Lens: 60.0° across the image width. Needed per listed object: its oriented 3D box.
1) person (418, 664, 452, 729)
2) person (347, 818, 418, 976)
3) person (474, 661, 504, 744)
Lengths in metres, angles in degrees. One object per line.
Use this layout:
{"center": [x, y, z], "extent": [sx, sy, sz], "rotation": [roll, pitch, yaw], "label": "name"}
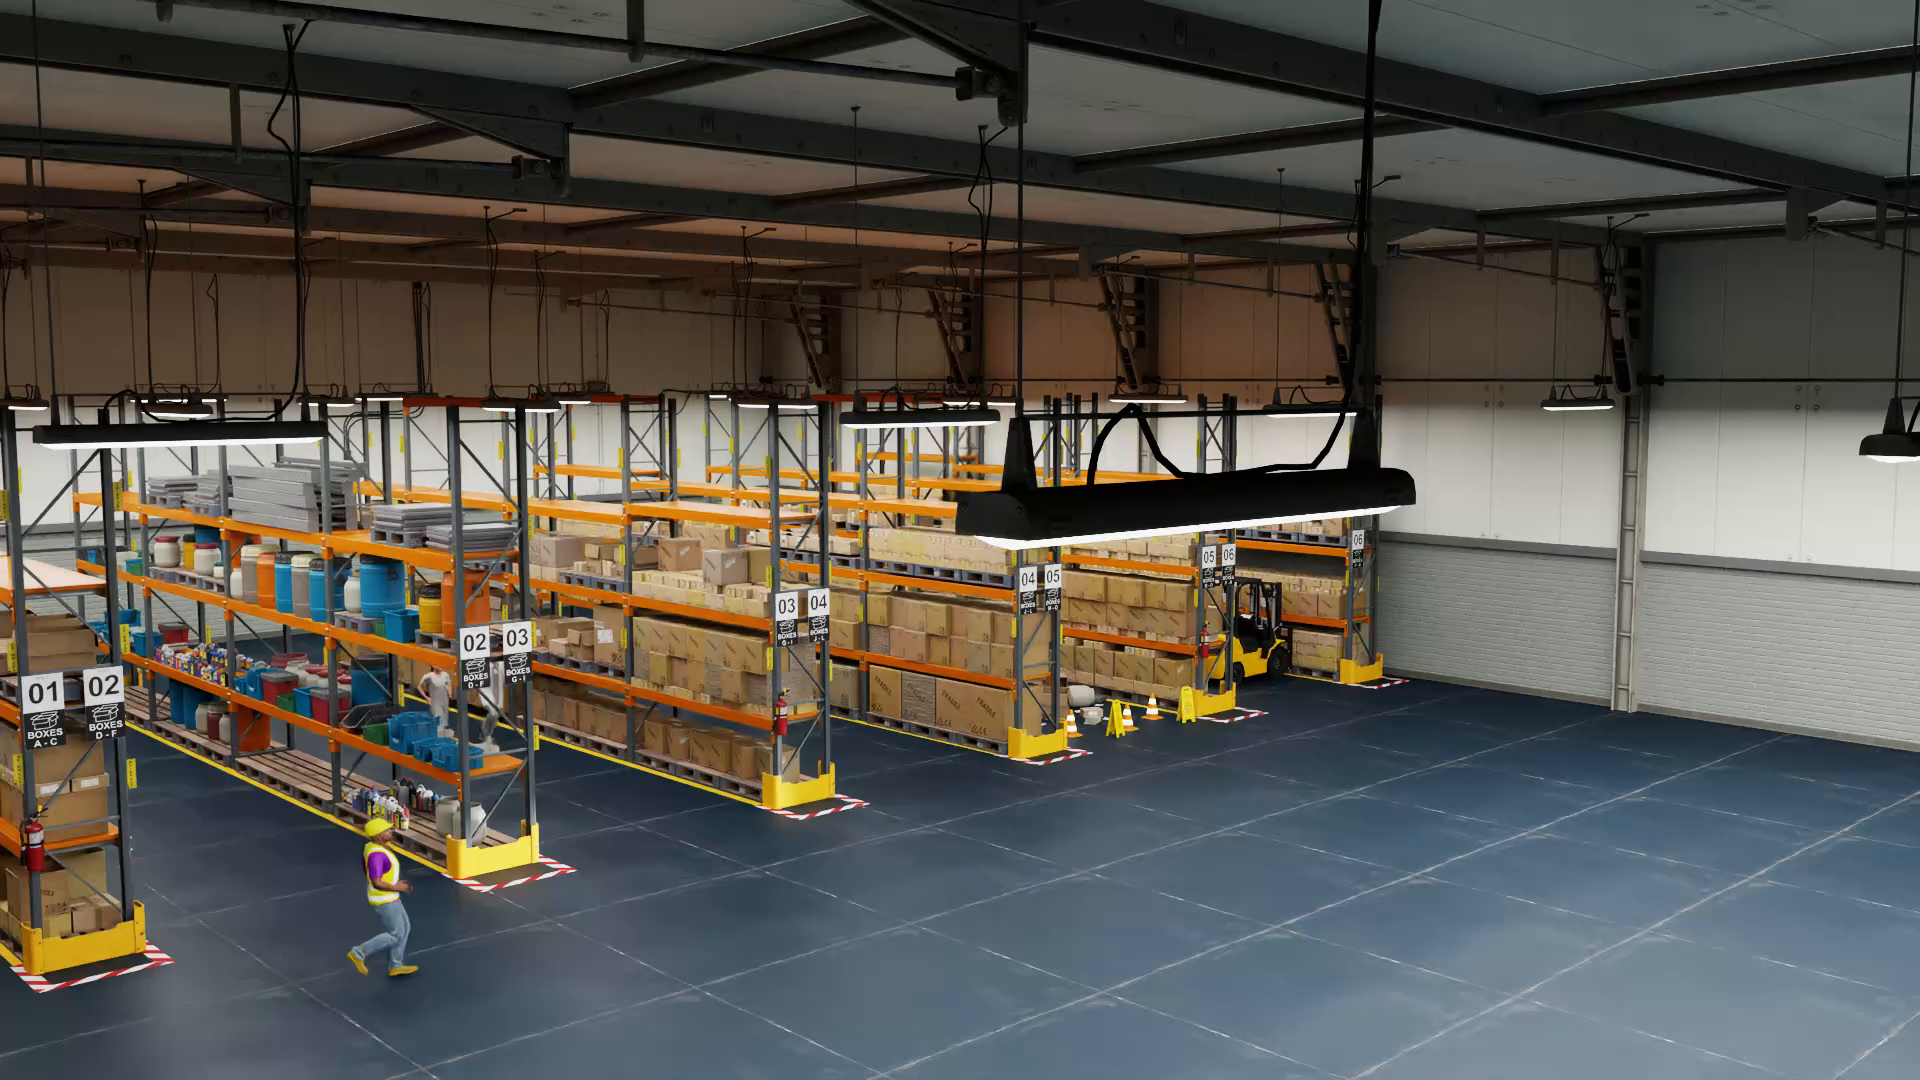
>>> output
{"center": [-8.826, 2.808, 28.061], "extent": [0.805, 1.642, 0.570], "rotation": [5, 7, 41], "label": "person"}
{"center": [-6.114, 3.779, 17.548], "extent": [0.713, 1.723, 0.707], "rotation": [-2, 6, -24], "label": "person"}
{"center": [-8.093, 2.680, 28.752], "extent": [0.691, 1.761, 0.799], "rotation": [-5, 8, -44], "label": "person"}
